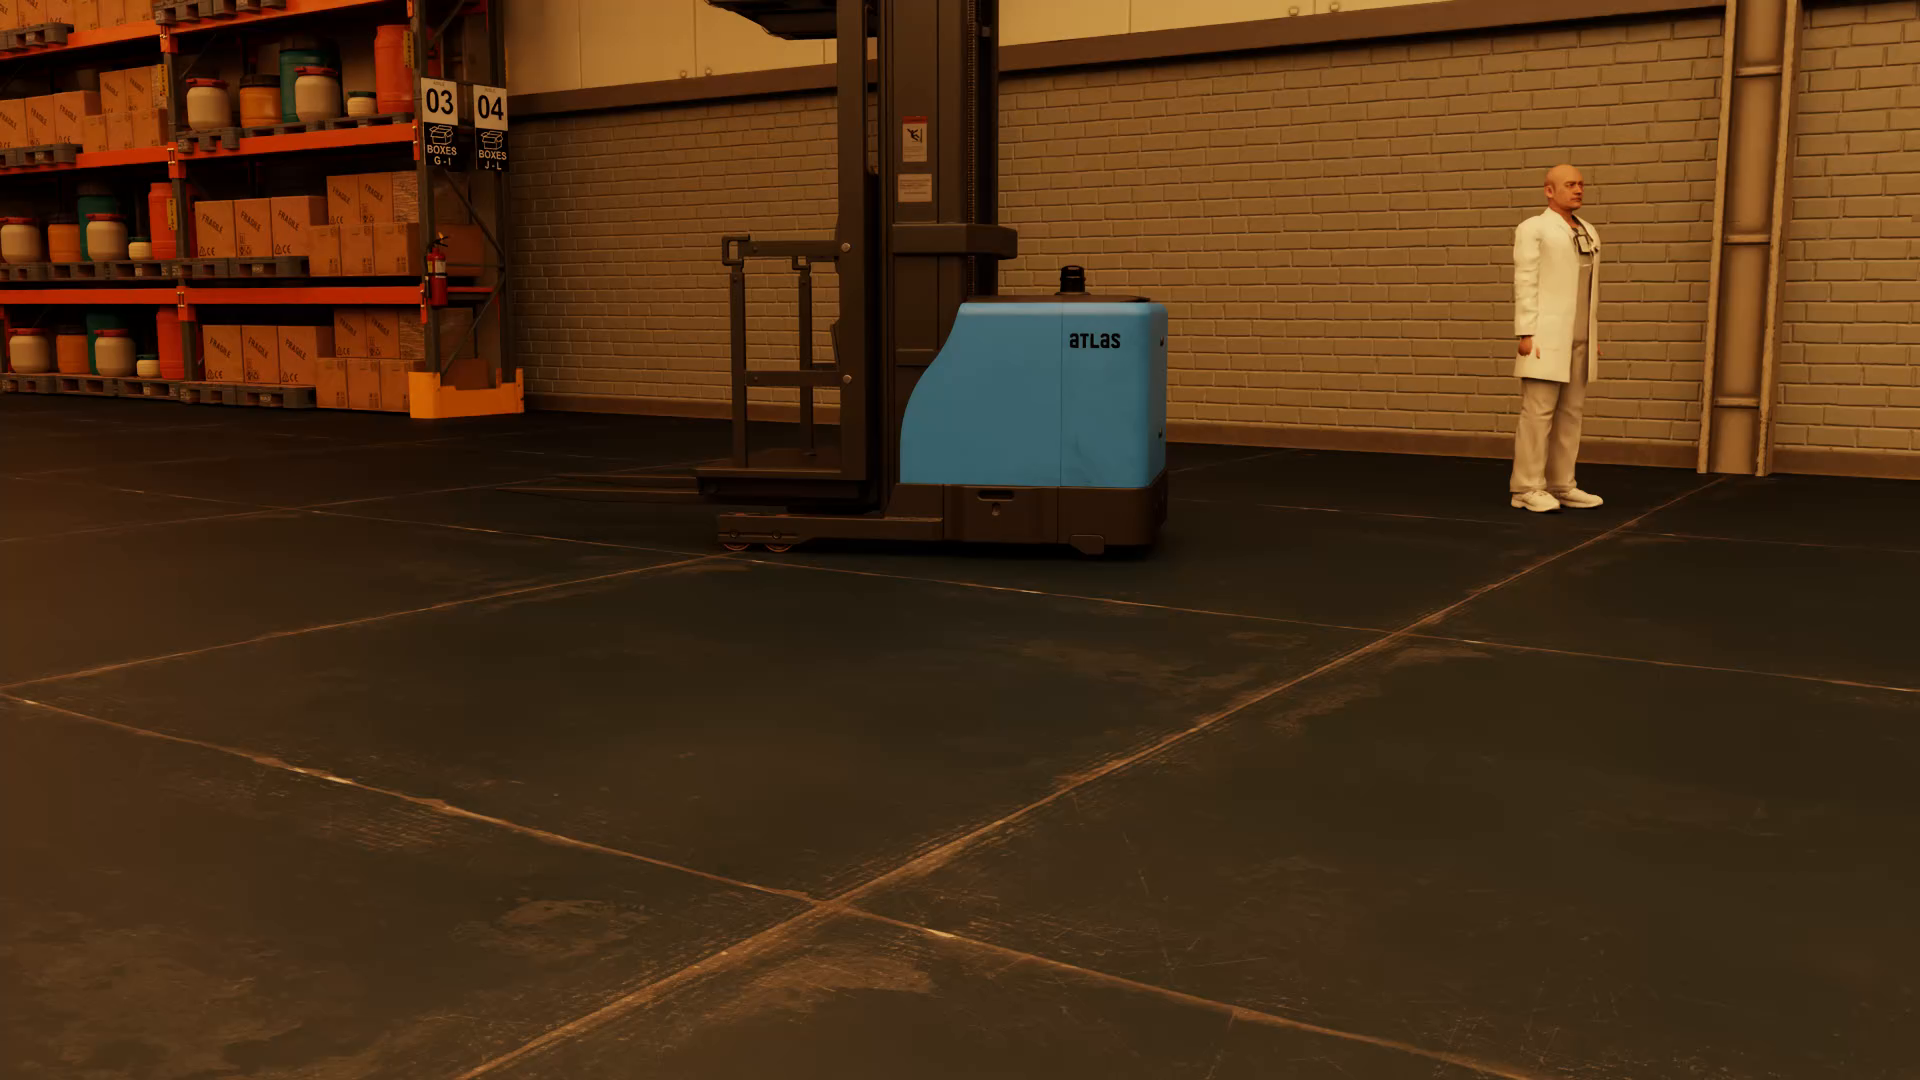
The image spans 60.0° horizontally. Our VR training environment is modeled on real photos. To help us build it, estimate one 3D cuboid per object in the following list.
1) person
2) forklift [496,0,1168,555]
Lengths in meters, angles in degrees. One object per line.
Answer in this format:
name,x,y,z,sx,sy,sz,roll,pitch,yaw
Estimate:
person,3.154,-1.053,8.680,0.548,1.782,0.386,-5,9,-31
forklift,-0.596,-1.469,7.520,3.031,2.935,1.130,2,8,12
